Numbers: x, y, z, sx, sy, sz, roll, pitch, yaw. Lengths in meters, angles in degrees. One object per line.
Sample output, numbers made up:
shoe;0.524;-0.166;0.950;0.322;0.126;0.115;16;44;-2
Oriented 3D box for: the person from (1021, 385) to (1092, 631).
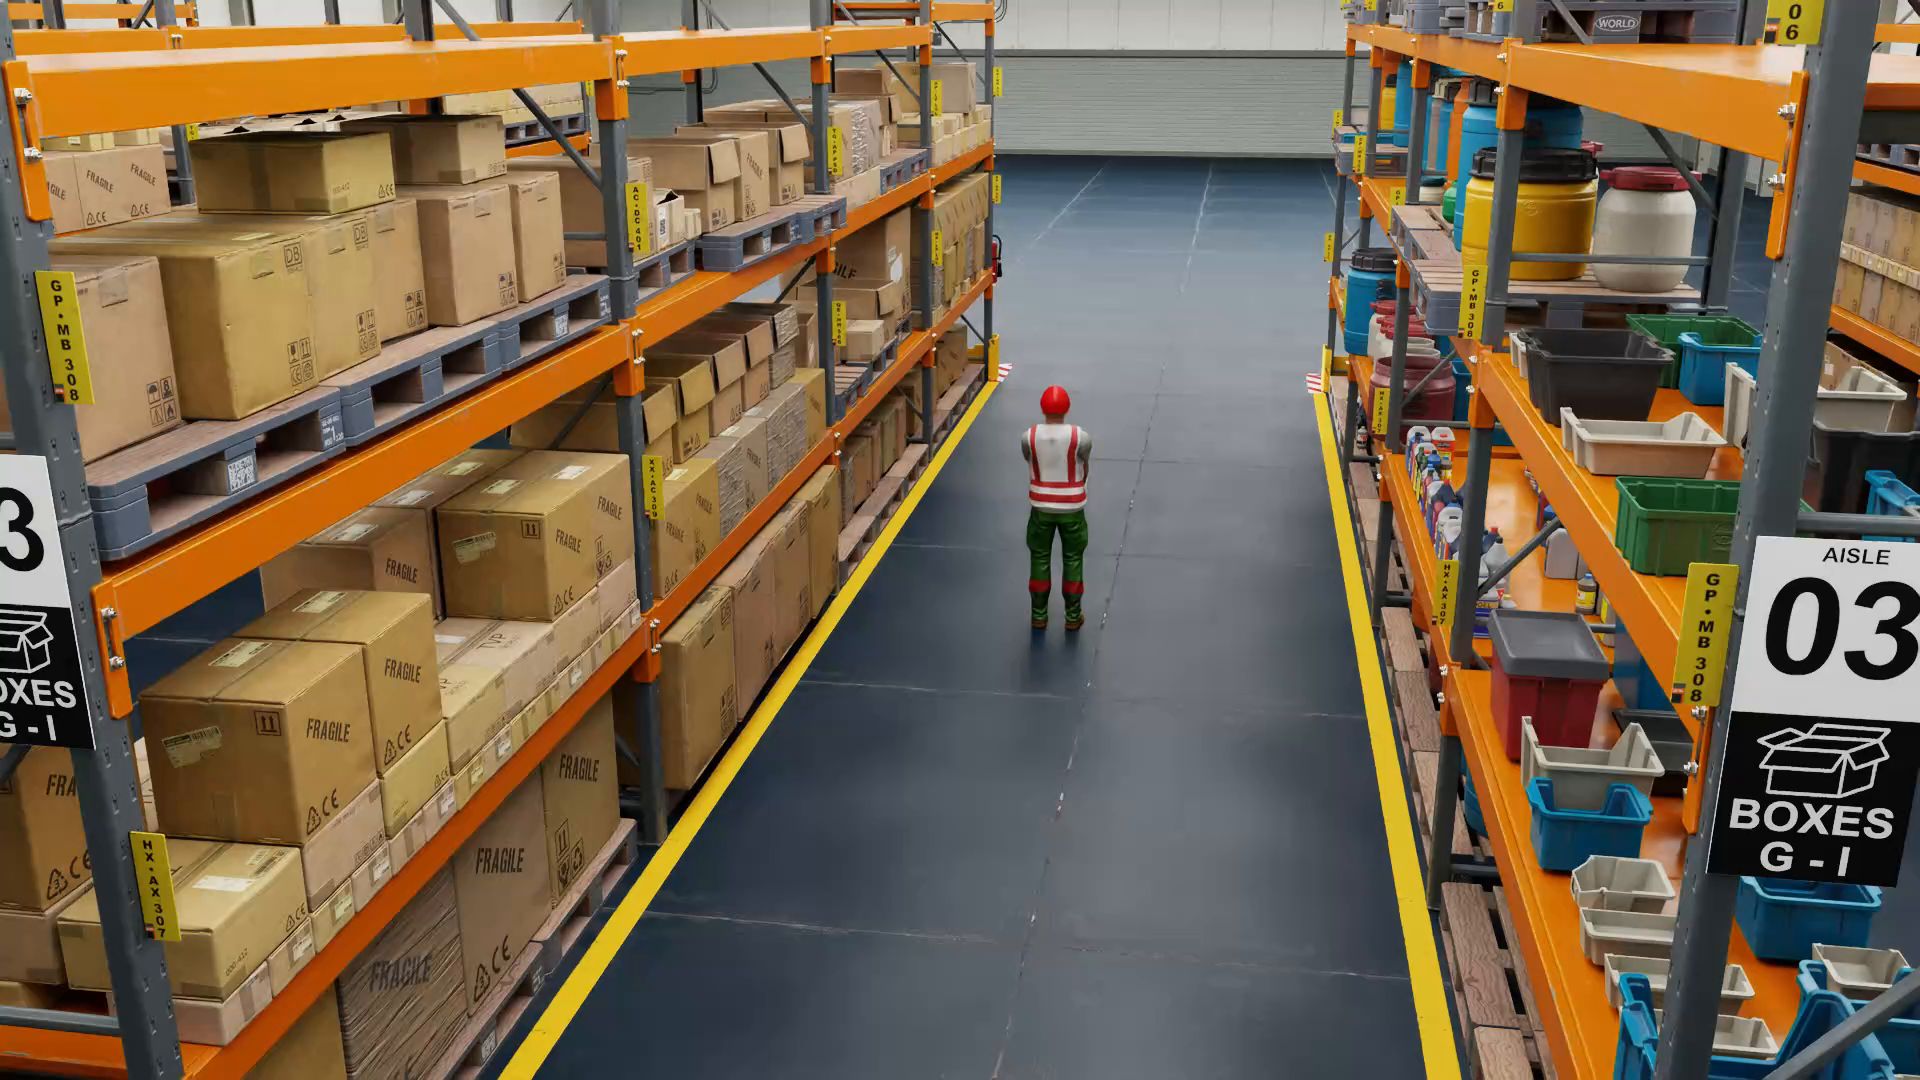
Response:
person;0.691;-0.263;11.847;0.494;1.783;0.572;3;18;9
